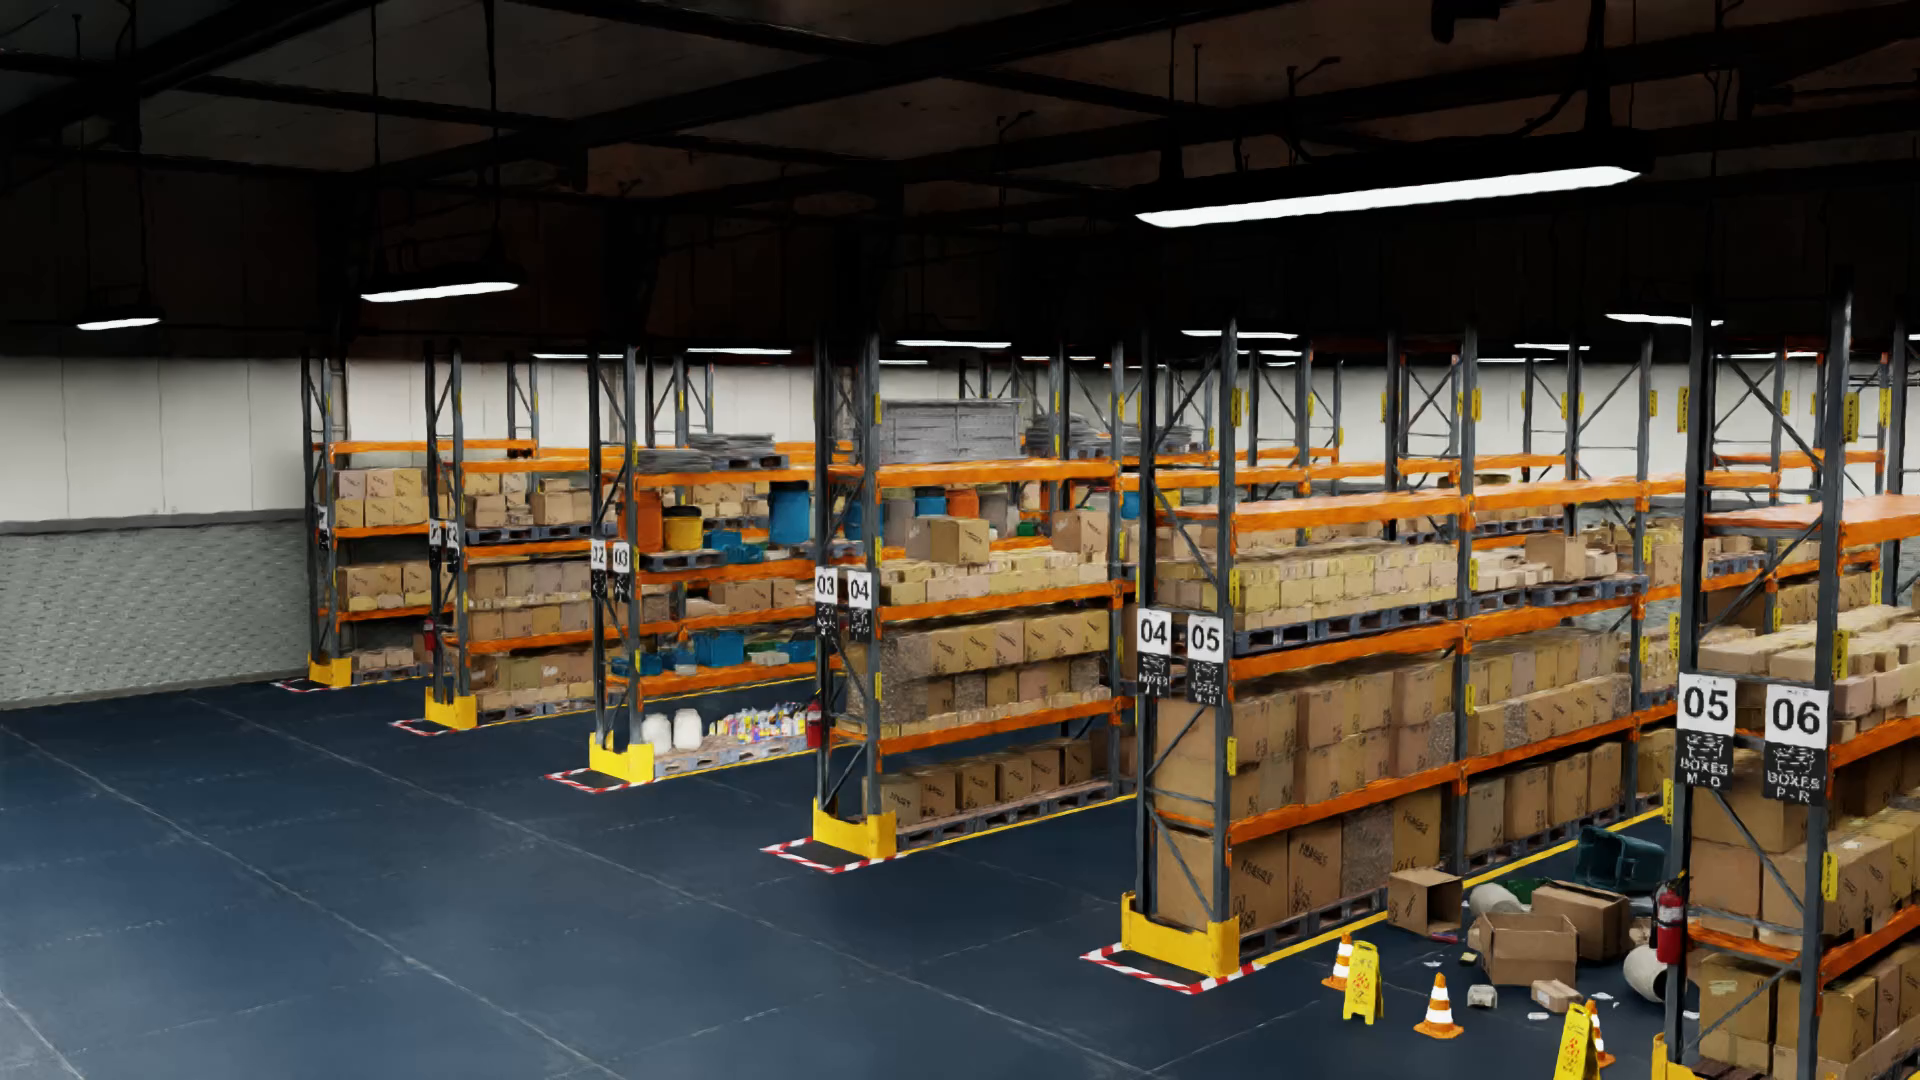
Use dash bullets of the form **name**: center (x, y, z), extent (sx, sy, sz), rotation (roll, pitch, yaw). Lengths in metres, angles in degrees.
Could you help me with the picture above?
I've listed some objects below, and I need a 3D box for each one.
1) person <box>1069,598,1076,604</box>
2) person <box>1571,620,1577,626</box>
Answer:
- **person**: center (1.959, 1.518, 31.764), extent (0.574, 1.726, 0.677), rotation (-5, 7, -45)
- **person**: center (9.475, 2.067, 25.810), extent (0.450, 1.635, 0.577), rotation (3, 6, 28)
